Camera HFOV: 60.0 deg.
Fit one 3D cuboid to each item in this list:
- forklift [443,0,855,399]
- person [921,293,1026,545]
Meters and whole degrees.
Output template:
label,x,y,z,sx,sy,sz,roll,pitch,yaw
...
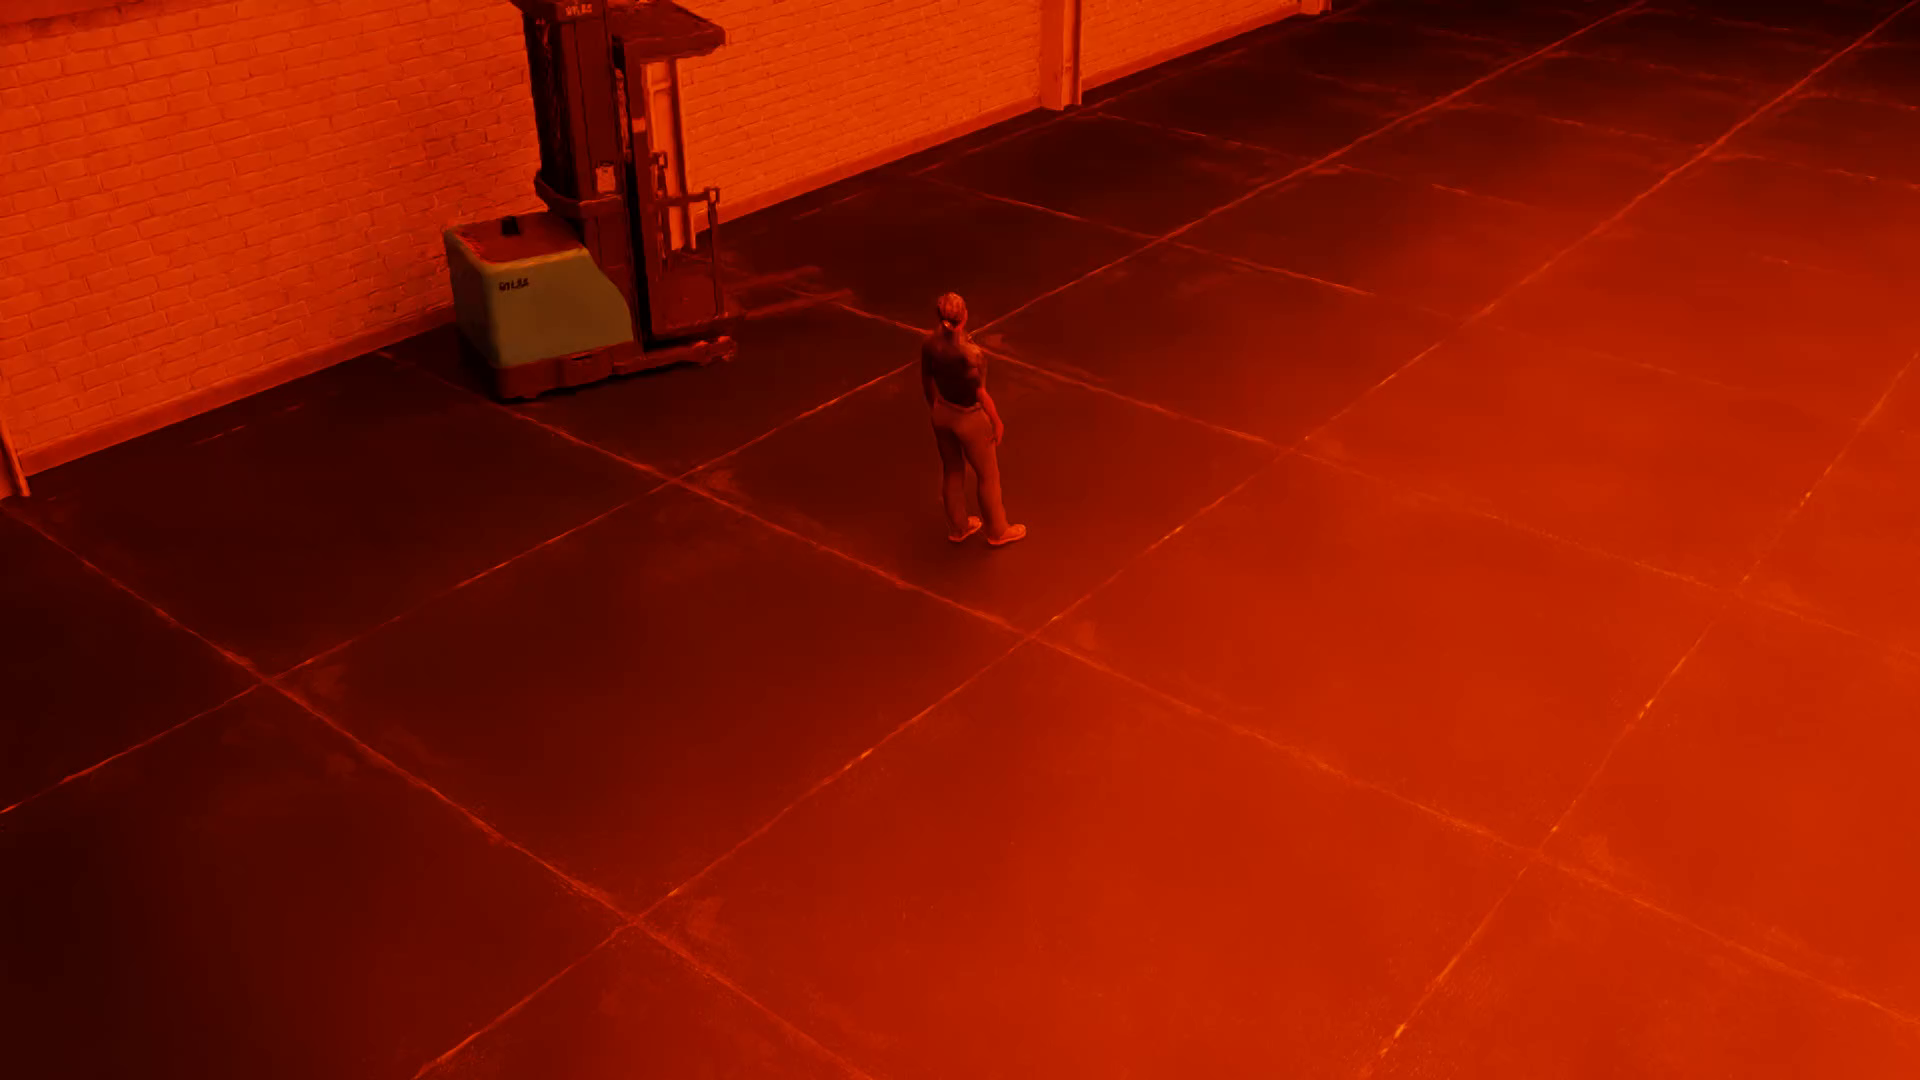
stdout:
label,x,y,z,sx,sy,sz,roll,pitch,yaw
forklift,-2.322,-2.838,12.452,3.031,2.935,1.130,-17,34,-26
person,0.070,-0.749,10.127,0.570,1.654,0.503,22,37,33
